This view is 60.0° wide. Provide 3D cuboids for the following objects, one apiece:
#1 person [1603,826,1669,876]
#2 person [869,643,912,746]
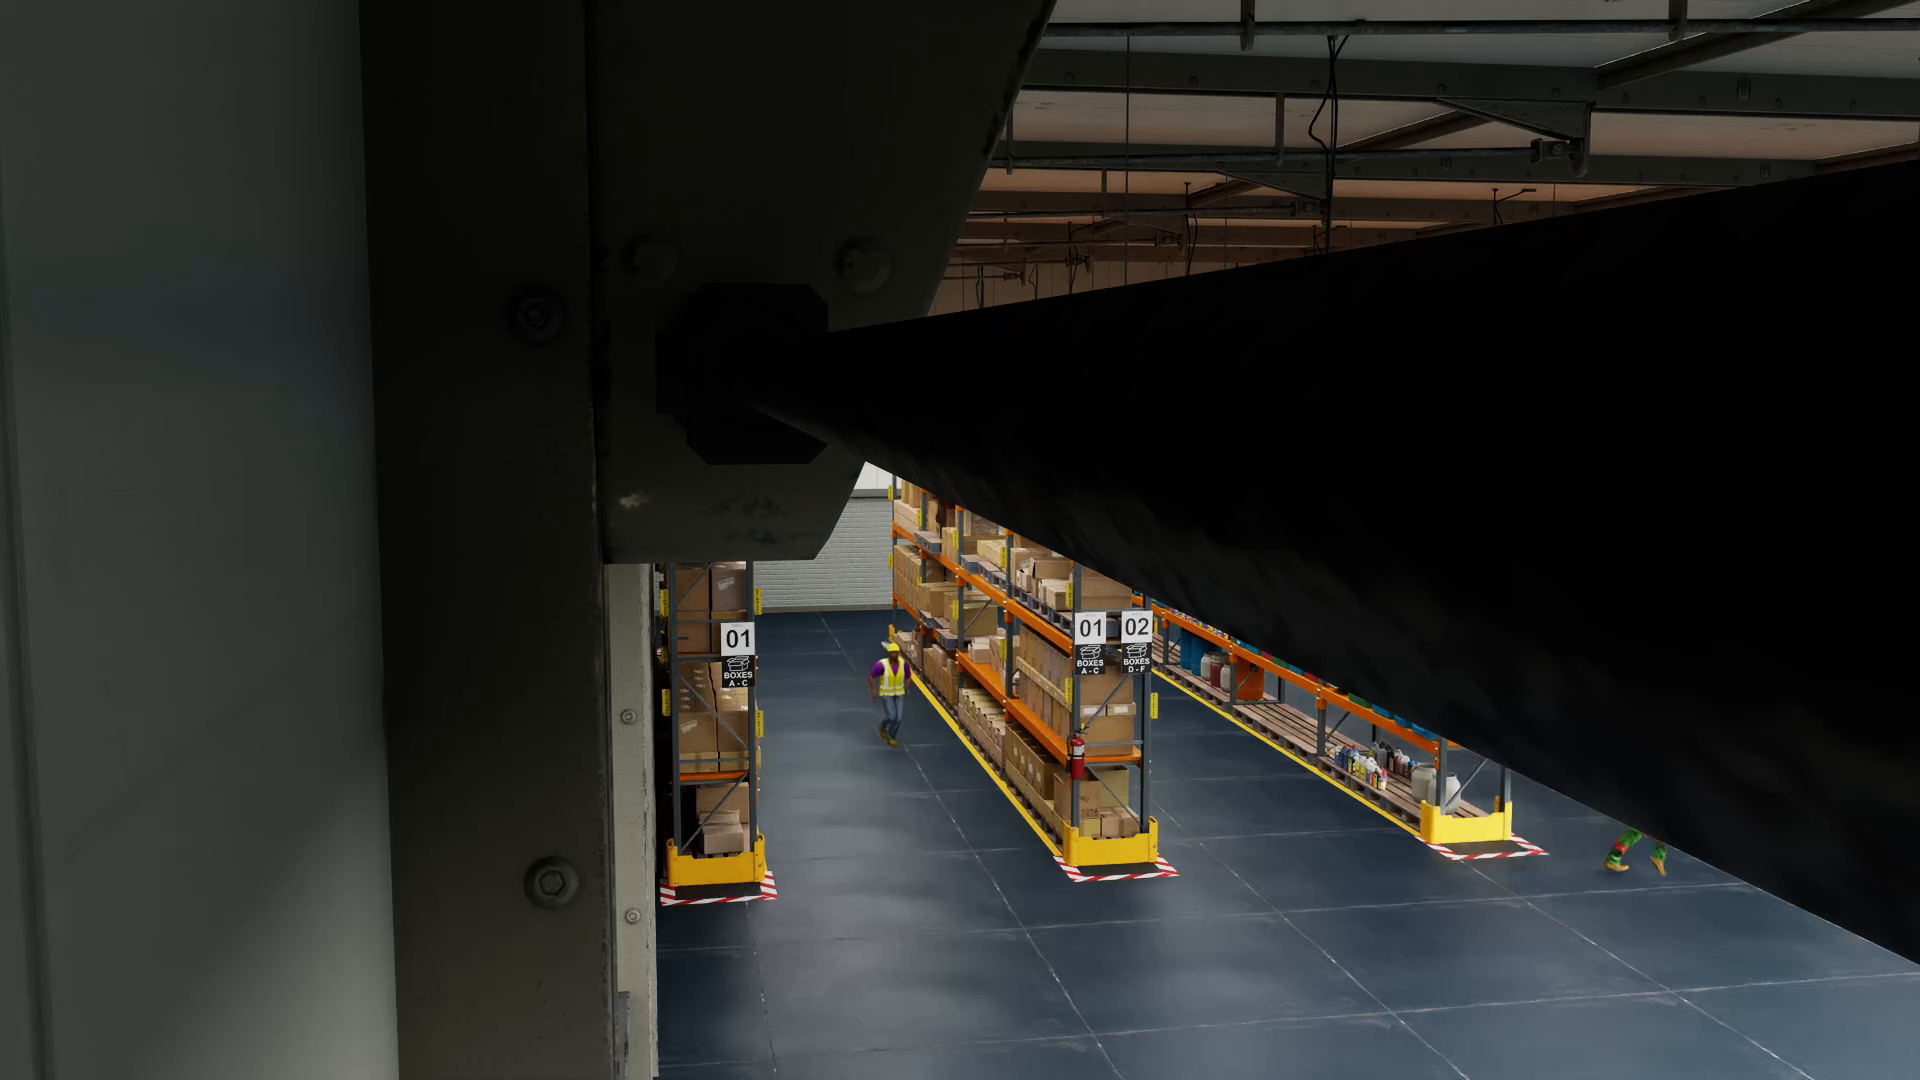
[{"bbox_3d":[8.400,3.264,20.330,0.942,1.751,0.645,2,6,18],"label":"person"},{"bbox_3d":[-1.102,2.538,27.230,0.692,1.712,0.620,-2,7,-22],"label":"person"}]
